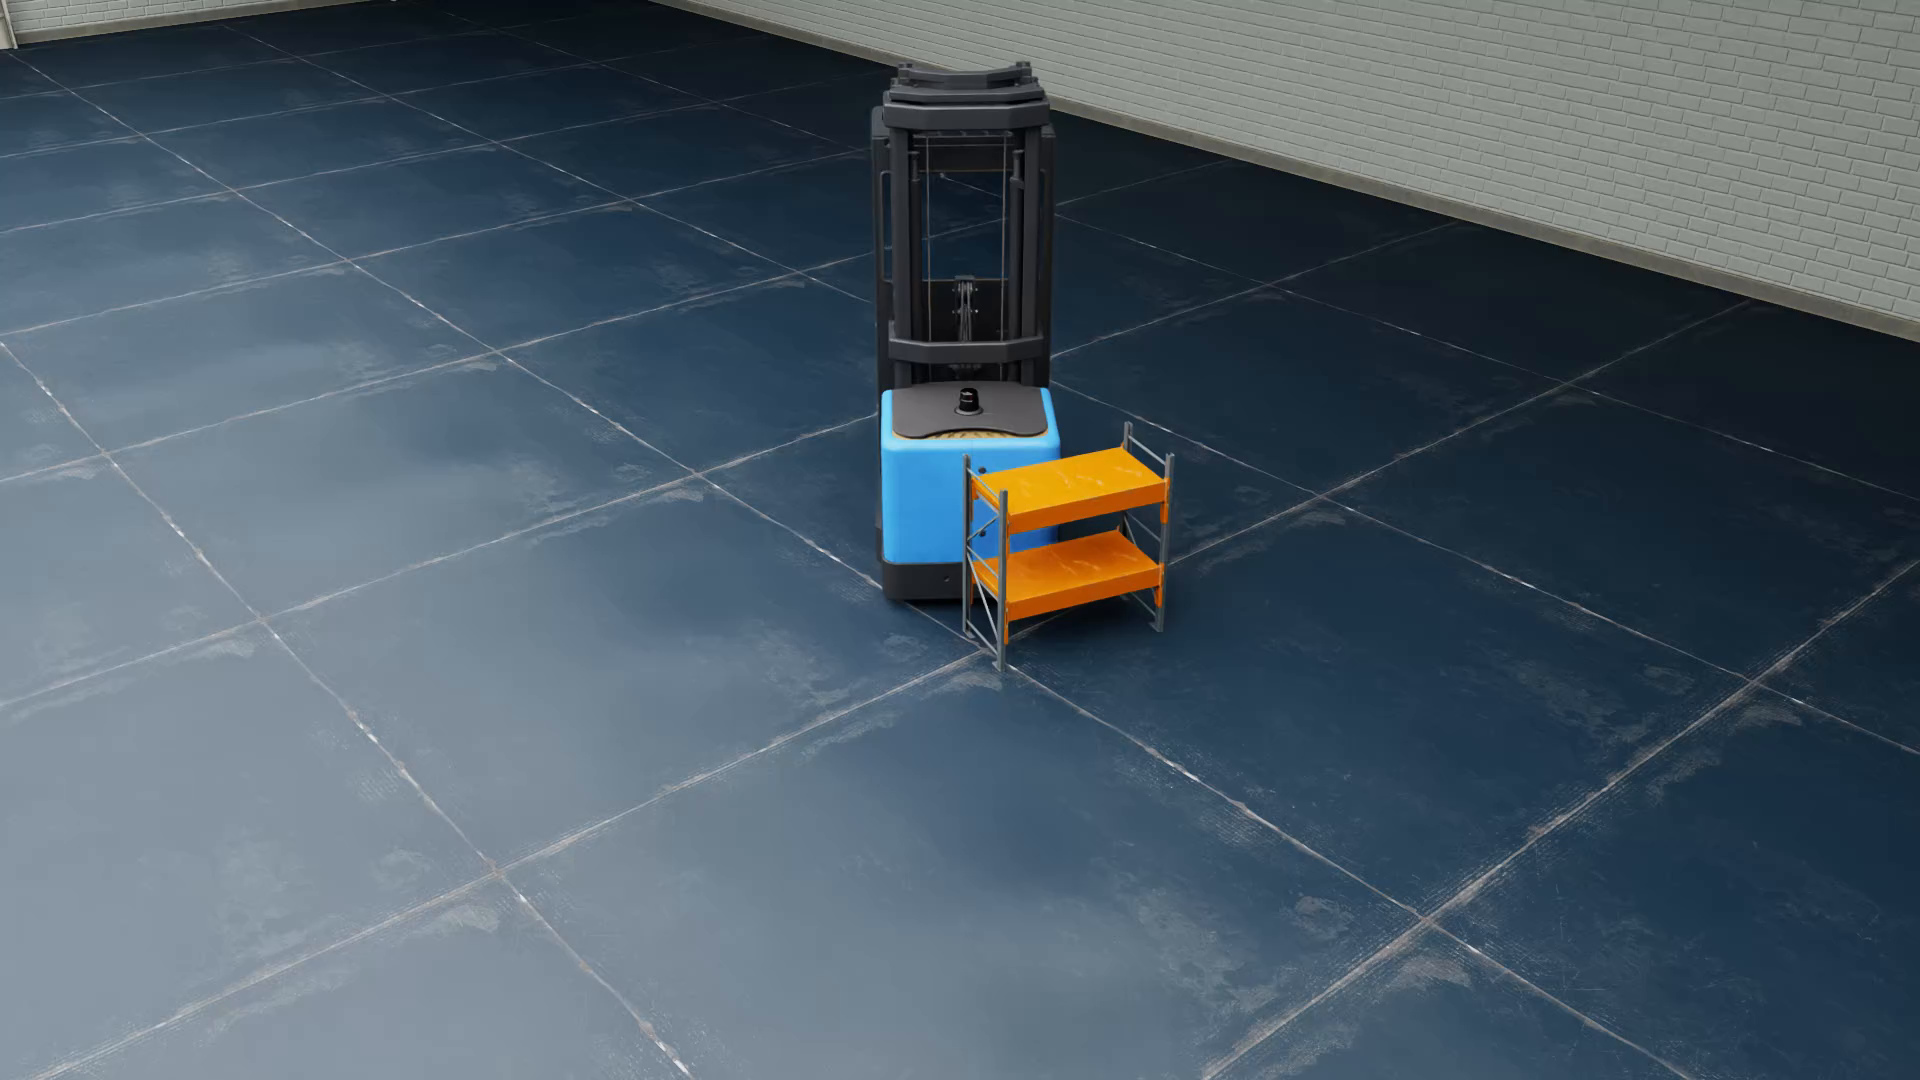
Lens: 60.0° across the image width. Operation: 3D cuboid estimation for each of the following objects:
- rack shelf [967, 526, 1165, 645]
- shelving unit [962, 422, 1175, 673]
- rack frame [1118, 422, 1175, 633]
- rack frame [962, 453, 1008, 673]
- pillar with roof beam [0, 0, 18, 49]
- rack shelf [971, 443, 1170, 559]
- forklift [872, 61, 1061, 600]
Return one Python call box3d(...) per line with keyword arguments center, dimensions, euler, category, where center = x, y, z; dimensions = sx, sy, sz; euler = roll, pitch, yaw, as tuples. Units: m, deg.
box3d(center=(0.594, 0.246, 9.473), dimensions=(1.000, 0.278, 0.538), euler=(-12, 30, -22), category="rack shelf")
box3d(center=(0.594, 0.031, 9.358), dimensions=(1.048, 1.125, 0.538), euler=(-12, 30, -22), category="shelving unit")
box3d(center=(1.055, -0.070, 9.546), dimensions=(0.032, 1.125, 0.500), euler=(-12, 30, -22), category="rack frame")
box3d(center=(0.133, 0.131, 9.169), dimensions=(0.032, 1.125, 0.500), euler=(-12, 30, -22), category="rack frame")
box3d(center=(-10.909, -9.446, 18.736), dimensions=(0.400, 9.000, 9.100), euler=(-22, 35, -35), category="pillar with roof beam")
box3d(center=(0.594, -0.227, 9.220), dimensions=(1.000, 0.278, 0.538), euler=(-12, 30, -22), category="rack shelf")
box3d(center=(0.012, -1.598, 10.489), dimensions=(1.130, 2.935, 3.031), euler=(-1, 28, -2), category="forklift")
